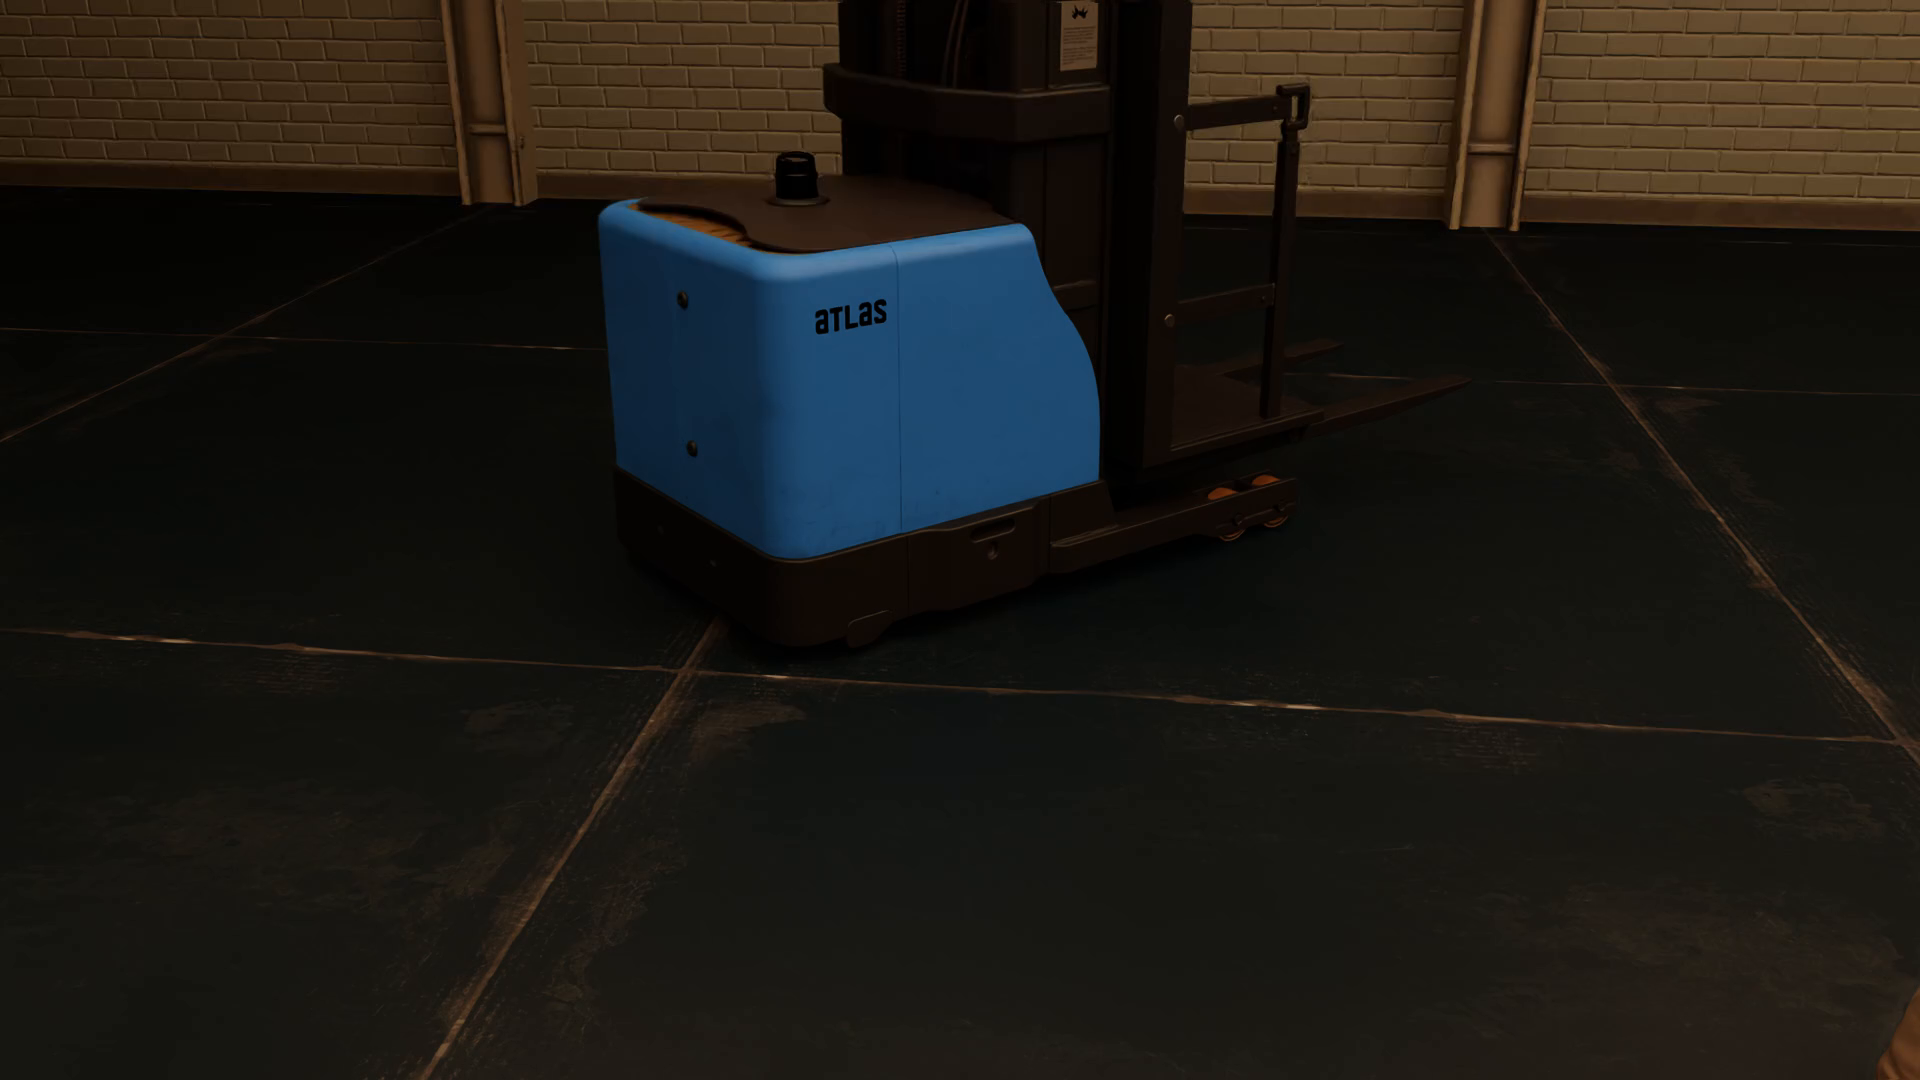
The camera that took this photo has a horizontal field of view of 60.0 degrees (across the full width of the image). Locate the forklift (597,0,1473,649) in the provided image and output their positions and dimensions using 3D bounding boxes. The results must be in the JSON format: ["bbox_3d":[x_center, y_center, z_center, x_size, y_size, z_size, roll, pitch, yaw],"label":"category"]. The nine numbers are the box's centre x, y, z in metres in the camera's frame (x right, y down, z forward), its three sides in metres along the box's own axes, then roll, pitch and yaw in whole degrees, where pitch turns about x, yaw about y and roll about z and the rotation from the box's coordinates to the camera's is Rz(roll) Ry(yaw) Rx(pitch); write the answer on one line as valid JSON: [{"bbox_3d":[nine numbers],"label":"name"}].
[{"bbox_3d":[0.452,-1.496,4.969,3.031,2.935,1.130,-16,27,-34],"label":"forklift"}]
